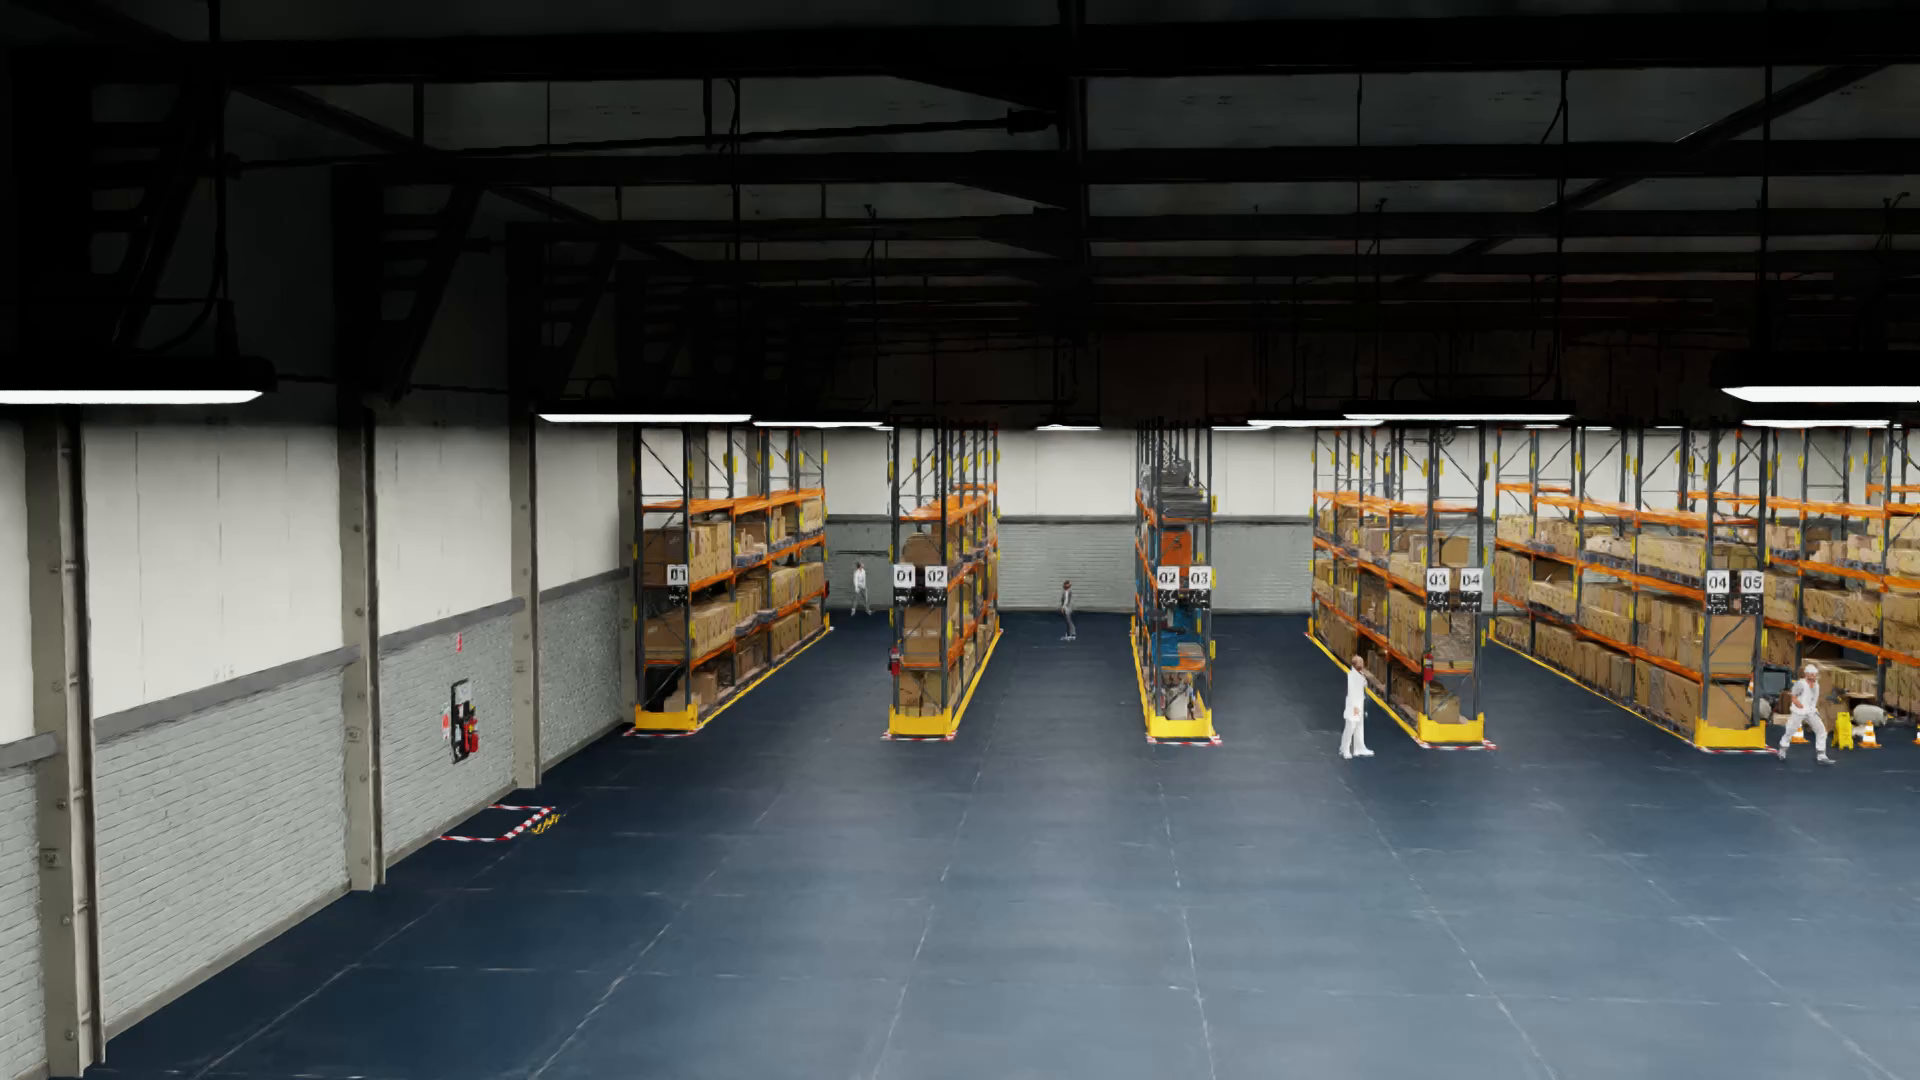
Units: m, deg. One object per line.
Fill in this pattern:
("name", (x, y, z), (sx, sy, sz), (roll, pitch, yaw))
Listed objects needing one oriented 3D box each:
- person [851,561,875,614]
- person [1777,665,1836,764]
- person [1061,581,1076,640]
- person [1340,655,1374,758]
("person", (-3.080, 1.483, 52.004), (0.554, 1.672, 0.675), (4, 5, 44))
("person", (14.556, 2.981, 28.657), (0.684, 1.715, 0.844), (-1, 4, -12))
("person", (3.003, 1.935, 45.841), (0.426, 1.617, 0.438), (1, 4, 17))
("person", (6.962, 2.911, 29.211), (0.513, 1.781, 0.679), (2, 4, 28))
